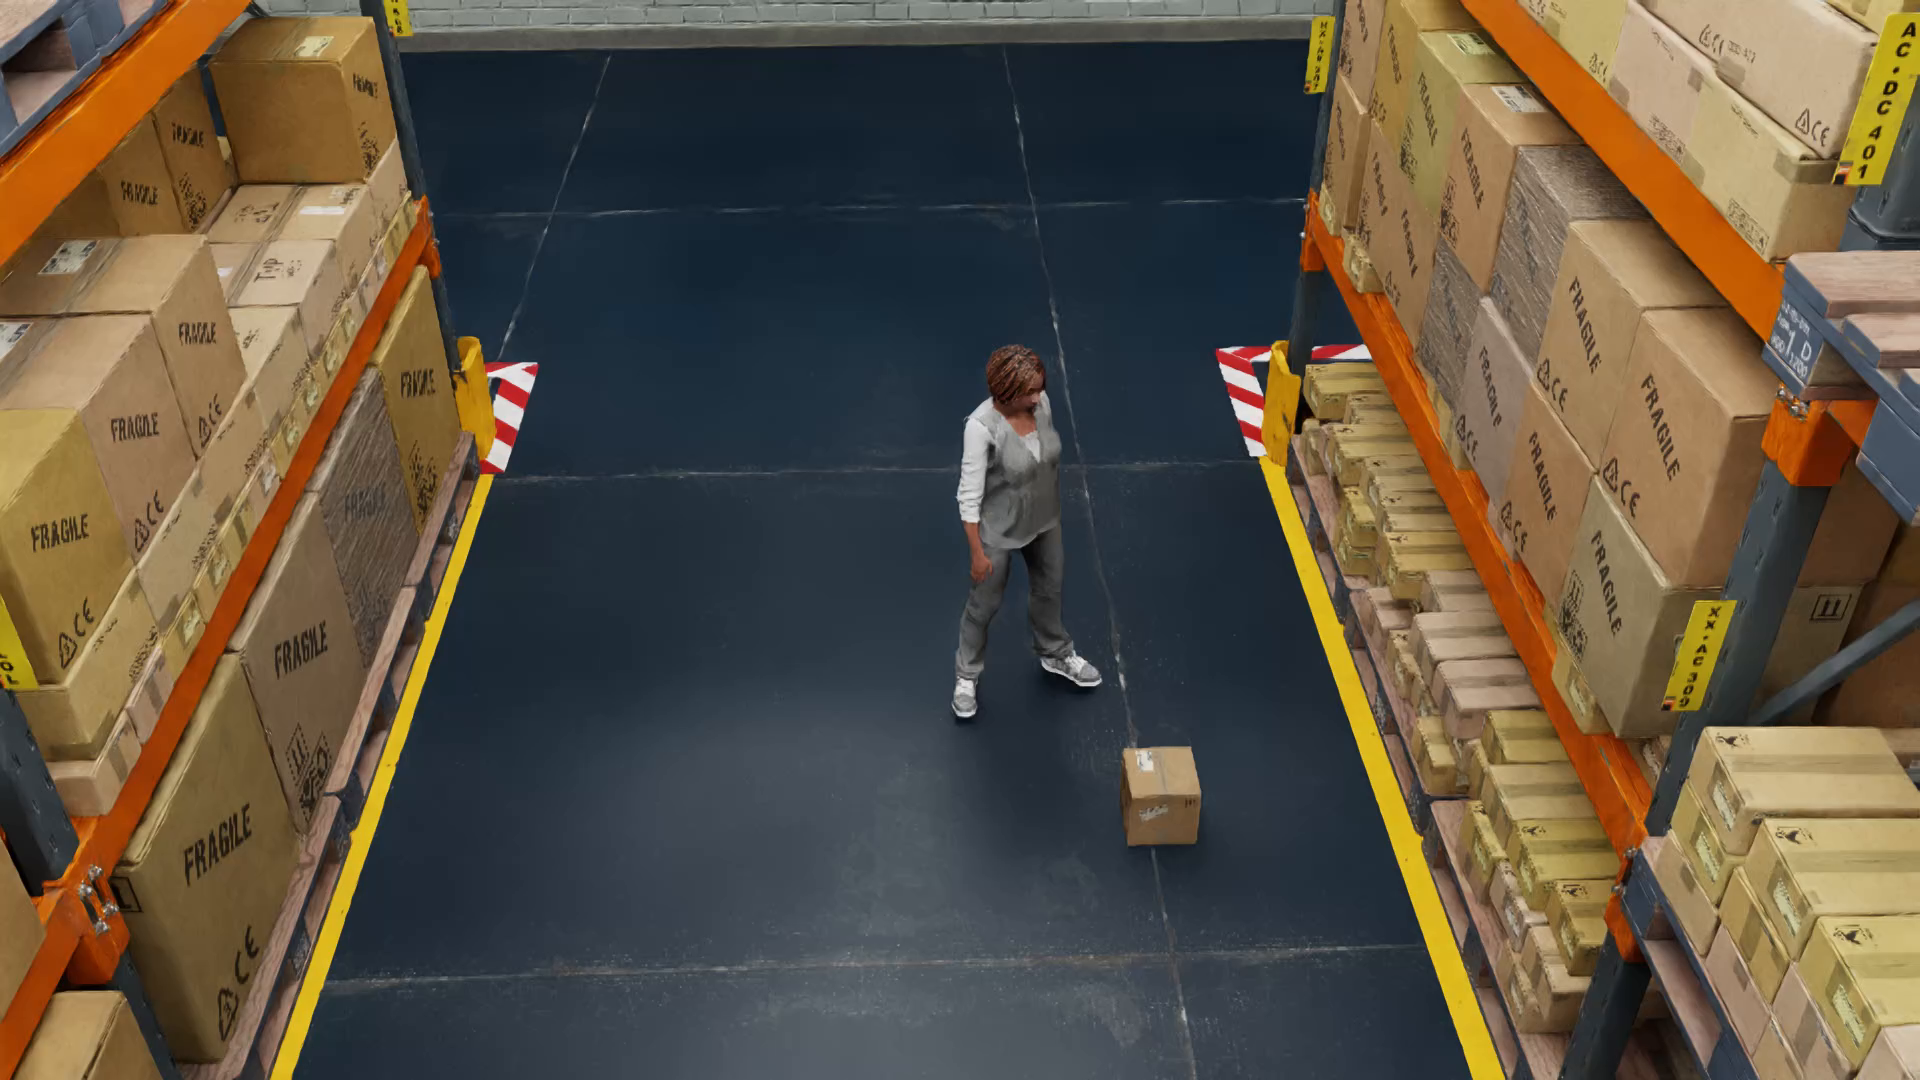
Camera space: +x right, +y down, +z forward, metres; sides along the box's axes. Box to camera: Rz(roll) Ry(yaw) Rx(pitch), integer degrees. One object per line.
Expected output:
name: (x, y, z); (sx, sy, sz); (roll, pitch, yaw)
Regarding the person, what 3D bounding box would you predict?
person: (0.226, -0.046, 6.187); (0.579, 1.592, 0.437); (-27, 44, -33)
